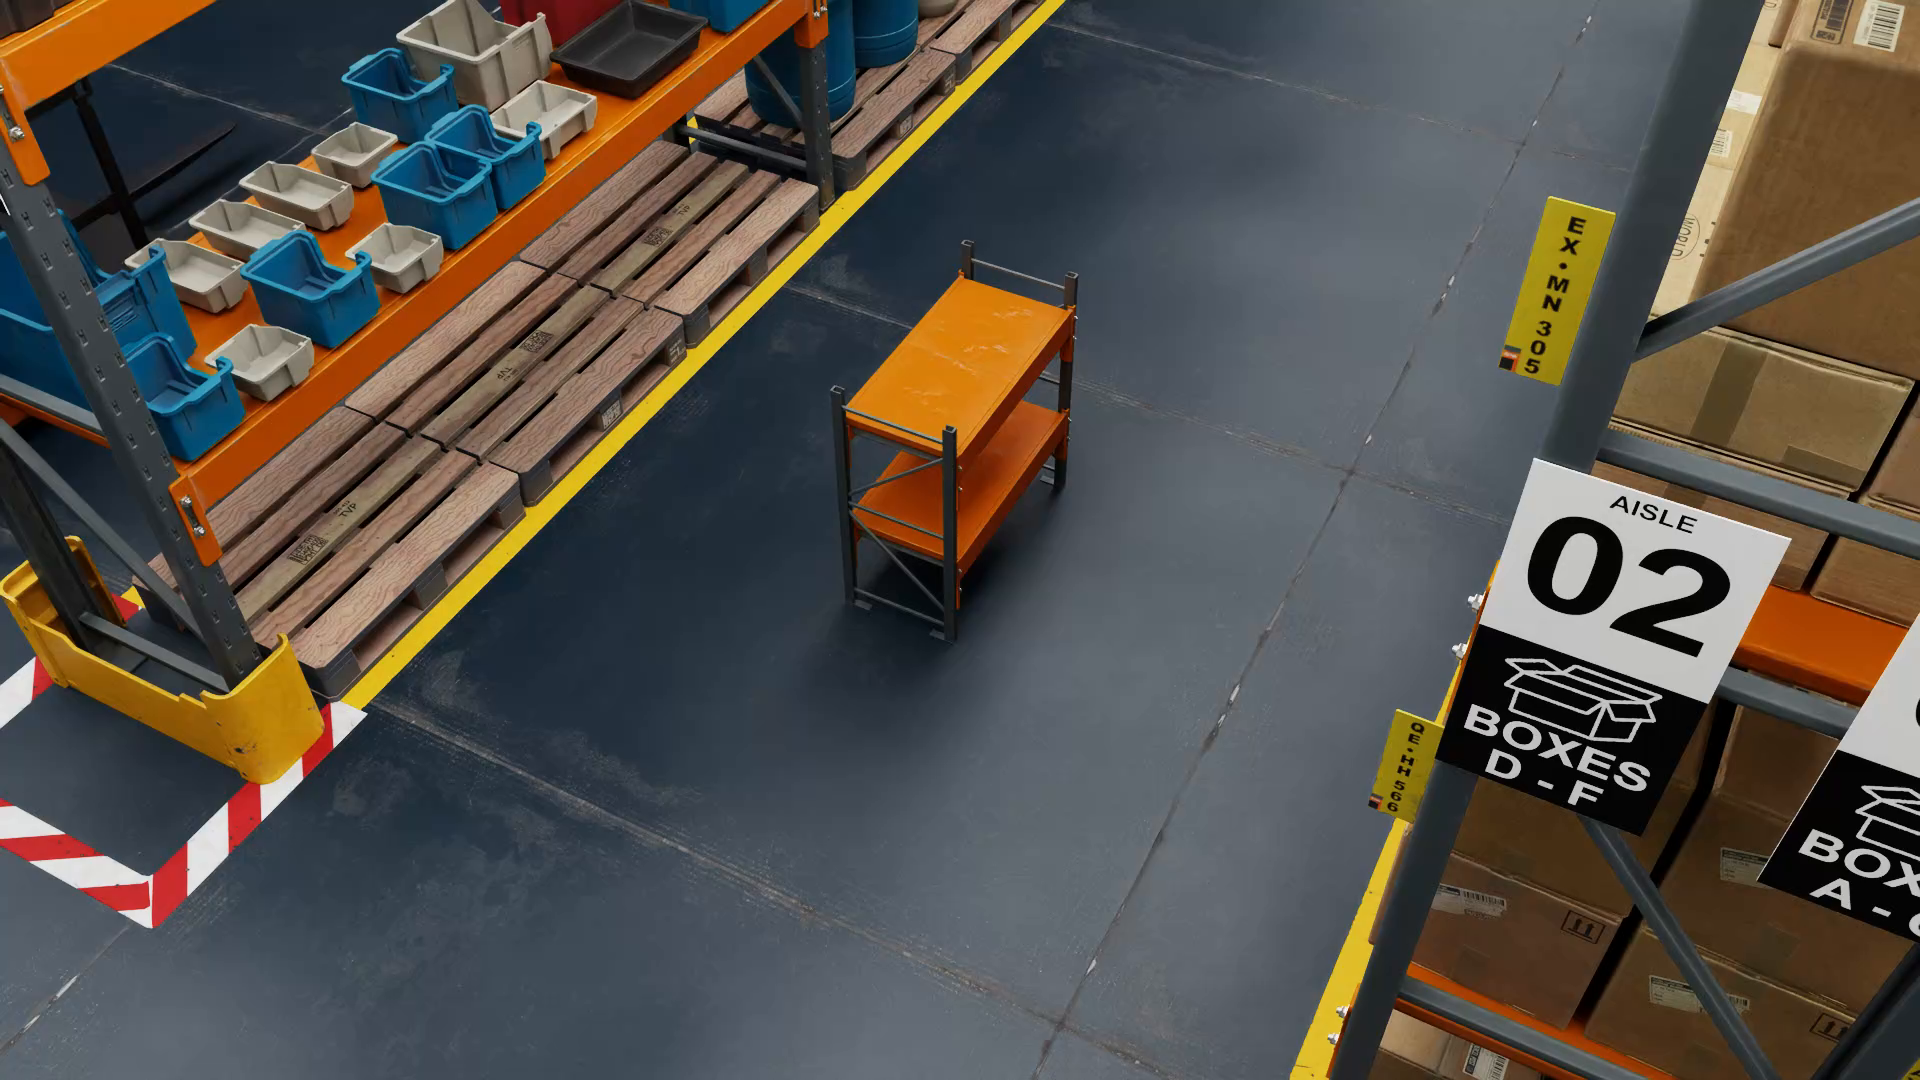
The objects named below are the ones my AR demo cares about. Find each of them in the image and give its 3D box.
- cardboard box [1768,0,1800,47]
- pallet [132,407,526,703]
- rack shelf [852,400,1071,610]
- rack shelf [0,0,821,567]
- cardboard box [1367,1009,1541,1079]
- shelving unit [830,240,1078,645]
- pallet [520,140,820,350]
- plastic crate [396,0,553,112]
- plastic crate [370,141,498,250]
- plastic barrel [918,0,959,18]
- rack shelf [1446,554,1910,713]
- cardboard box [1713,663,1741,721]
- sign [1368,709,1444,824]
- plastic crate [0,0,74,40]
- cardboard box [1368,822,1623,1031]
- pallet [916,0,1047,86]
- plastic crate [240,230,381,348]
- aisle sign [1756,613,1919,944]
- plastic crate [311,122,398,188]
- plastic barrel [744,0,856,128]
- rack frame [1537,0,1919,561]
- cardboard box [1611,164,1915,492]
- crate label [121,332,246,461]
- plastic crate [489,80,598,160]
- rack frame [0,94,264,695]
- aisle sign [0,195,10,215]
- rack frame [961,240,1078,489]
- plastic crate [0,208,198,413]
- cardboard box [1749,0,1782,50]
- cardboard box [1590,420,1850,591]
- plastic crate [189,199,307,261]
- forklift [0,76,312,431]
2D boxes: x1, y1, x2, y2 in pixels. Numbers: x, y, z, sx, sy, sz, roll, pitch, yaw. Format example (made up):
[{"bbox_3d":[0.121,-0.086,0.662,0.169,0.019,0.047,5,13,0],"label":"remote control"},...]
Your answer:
[{"bbox_3d":[2.067,-1.224,3.249,0.700,0.500,0.500,20,49,19],"label":"cardboard box"},{"bbox_3d":[-2.570,0.019,6.863,1.003,0.211,1.213,20,49,19],"label":"pallet"},{"bbox_3d":[-0.003,-0.219,6.800,0.538,0.278,1.000,20,49,19],"label":"rack shelf"},{"bbox_3d":[-2.059,-1.462,6.871,1.077,0.370,4.000,20,49,19],"label":"rack shelf"},{"bbox_3d":[1.433,1.483,4.903,0.500,0.500,0.500,20,49,19],"label":"cardboard box"},{"bbox_3d":[-0.003,-0.391,6.626,0.538,1.125,1.048,20,49,19],"label":"shelving unit"},{"bbox_3d":[-1.437,-1.518,8.382,1.003,0.211,1.213,20,49,19],"label":"pallet"},{"bbox_3d":[-2.002,-2.053,6.991,0.437,0.282,0.530,20,49,19],"label":"plastic crate"},{"bbox_3d":[-1.970,-1.293,6.274,0.416,0.233,0.300,20,49,19],"label":"plastic crate"},{"bbox_3d":[-0.193,-3.357,9.693,0.421,0.512,0.421,0,45,0],"label":"plastic barrel"},{"bbox_3d":[2.327,-0.878,4.186,1.077,0.370,4.000,20,49,19],"label":"rack shelf"},{"bbox_3d":[2.074,0.272,3.878,0.500,0.500,0.500,21,49,19],"label":"cardboard box"},{"bbox_3d":[0.916,0.469,3.421,0.100,0.325,0.005,20,49,19],"label":"sign"},{"bbox_3d":[-2.562,-1.614,4.499,0.497,0.269,0.590,20,49,19],"label":"plastic crate"},{"bbox_3d":[1.365,0.776,4.084,0.500,0.500,0.500,22,49,20],"label":"cardboard box"},{"bbox_3d":[-0.170,-3.238,10.082,1.003,0.211,1.213,20,49,19],"label":"pallet"},{"bbox_3d":[-2.275,-0.878,5.865,0.416,0.233,0.300,20,49,19],"label":"plastic crate"},{"bbox_3d":[1.627,0.409,2.689,0.394,0.787,0.004,20,49,19],"label":"aisle sign"},{"bbox_3d":[-2.393,-1.510,6.557,0.298,0.136,0.250,20,49,19],"label":"plastic crate"},{"bbox_3d":[-0.863,-2.722,8.791,0.600,0.901,0.708,20,49,19],"label":"plastic barrel"},{"bbox_3d":[1.398,-0.926,1.618,1.000,3.000,0.127,20,49,19],"label":"rack frame"},{"bbox_3d":[1.411,-0.402,2.963,0.500,0.250,0.500,20,49,19],"label":"cardboard box"},{"bbox_3d":[-2.581,-0.464,5.455,0.416,0.233,0.303,20,49,19],"label":"crate label"},{"bbox_3d":[-1.672,-1.707,6.751,0.293,0.136,0.466,20,49,19],"label":"plastic crate"},{"bbox_3d":[-2.987,-0.455,5.370,1.000,3.000,0.127,20,49,19],"label":"rack frame"},{"bbox_3d":[-2.757,-1.225,4.304,0.394,0.787,0.004,20,49,19],"label":"aisle sign"},{"bbox_3d":[0.233,-0.711,6.942,0.500,1.125,0.032,20,49,19],"label":"rack frame"},{"bbox_3d":[-2.997,-0.761,5.606,0.616,0.435,0.499,20,49,19],"label":"plastic crate"},{"bbox_3d":[1.878,-1.031,3.585,0.500,0.250,0.500,20,49,19],"label":"cardboard box"},{"bbox_3d":[1.403,-0.229,3.144,0.500,0.250,0.500,20,49,19],"label":"cardboard box"},{"bbox_3d":[-2.622,-1.134,6.185,0.396,0.136,0.243,20,49,19],"label":"plastic crate"},{"bbox_3d":[-4.352,-2.063,7.008,1.130,2.935,3.031,21,49,19],"label":"forklift"}]
